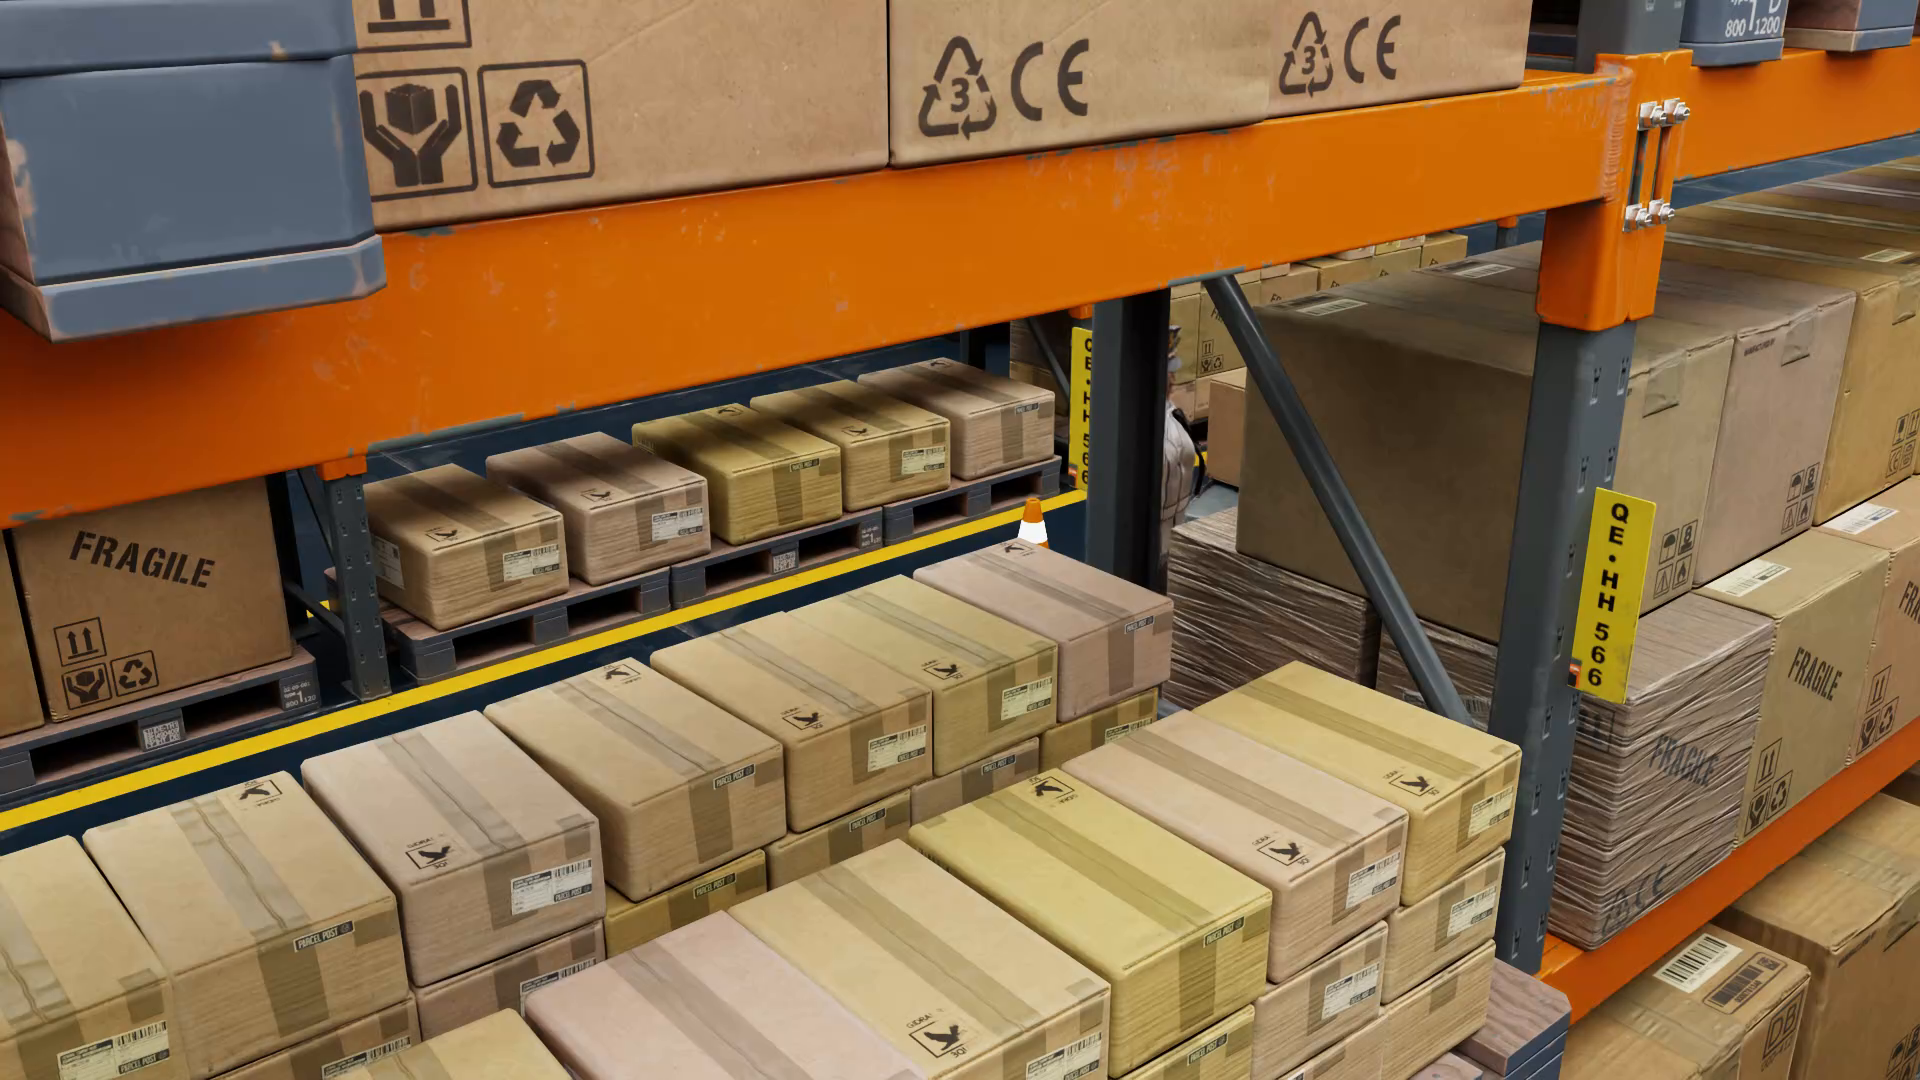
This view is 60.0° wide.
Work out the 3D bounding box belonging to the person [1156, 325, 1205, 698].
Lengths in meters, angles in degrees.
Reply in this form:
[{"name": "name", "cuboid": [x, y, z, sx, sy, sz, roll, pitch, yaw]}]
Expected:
[{"name": "person", "cuboid": [0.686, 0.086, 5.911, 0.402, 1.739, 0.509, 13, 25, 30]}]
